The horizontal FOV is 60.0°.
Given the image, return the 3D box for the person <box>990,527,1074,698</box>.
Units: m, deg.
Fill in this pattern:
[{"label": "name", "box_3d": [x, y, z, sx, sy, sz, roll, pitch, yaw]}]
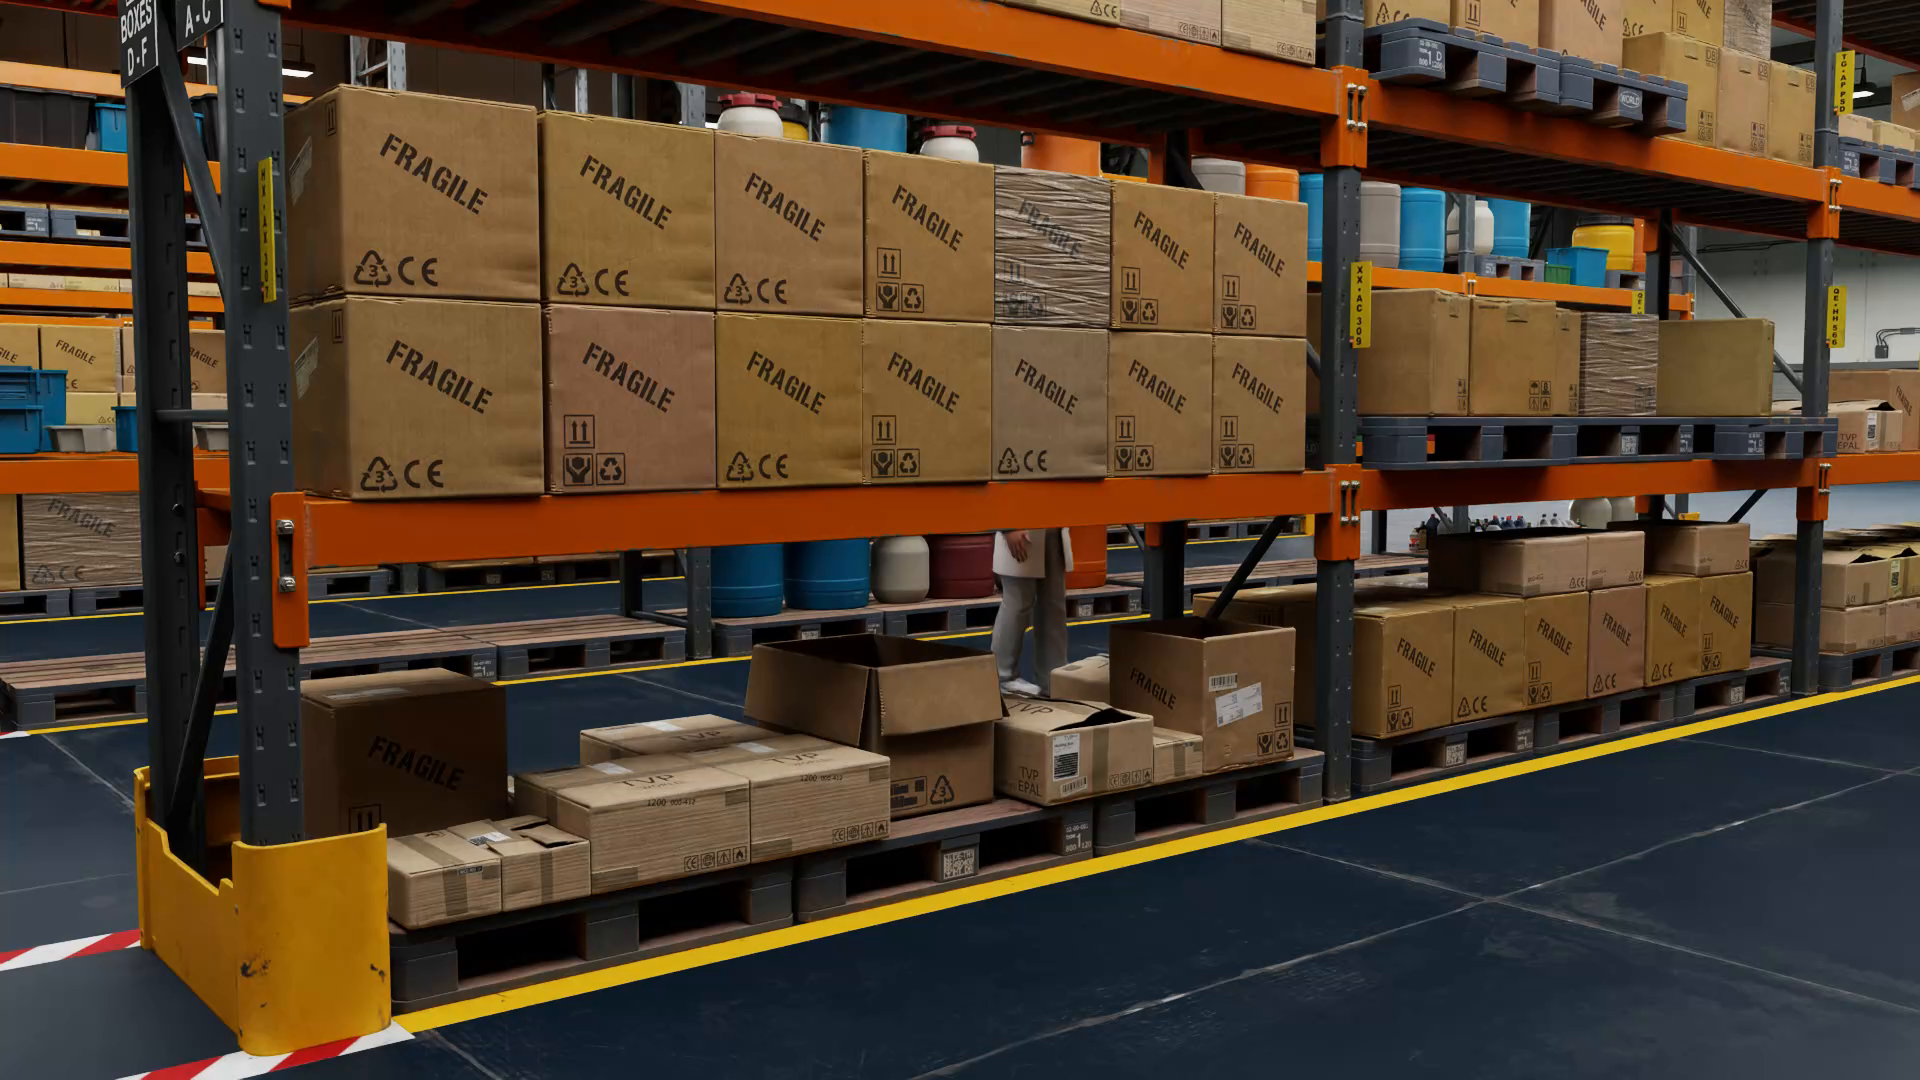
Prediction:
[{"label": "person", "box_3d": [0.405, -0.036, 8.842, 0.570, 1.794, 0.596, 4, 6, 44]}]
